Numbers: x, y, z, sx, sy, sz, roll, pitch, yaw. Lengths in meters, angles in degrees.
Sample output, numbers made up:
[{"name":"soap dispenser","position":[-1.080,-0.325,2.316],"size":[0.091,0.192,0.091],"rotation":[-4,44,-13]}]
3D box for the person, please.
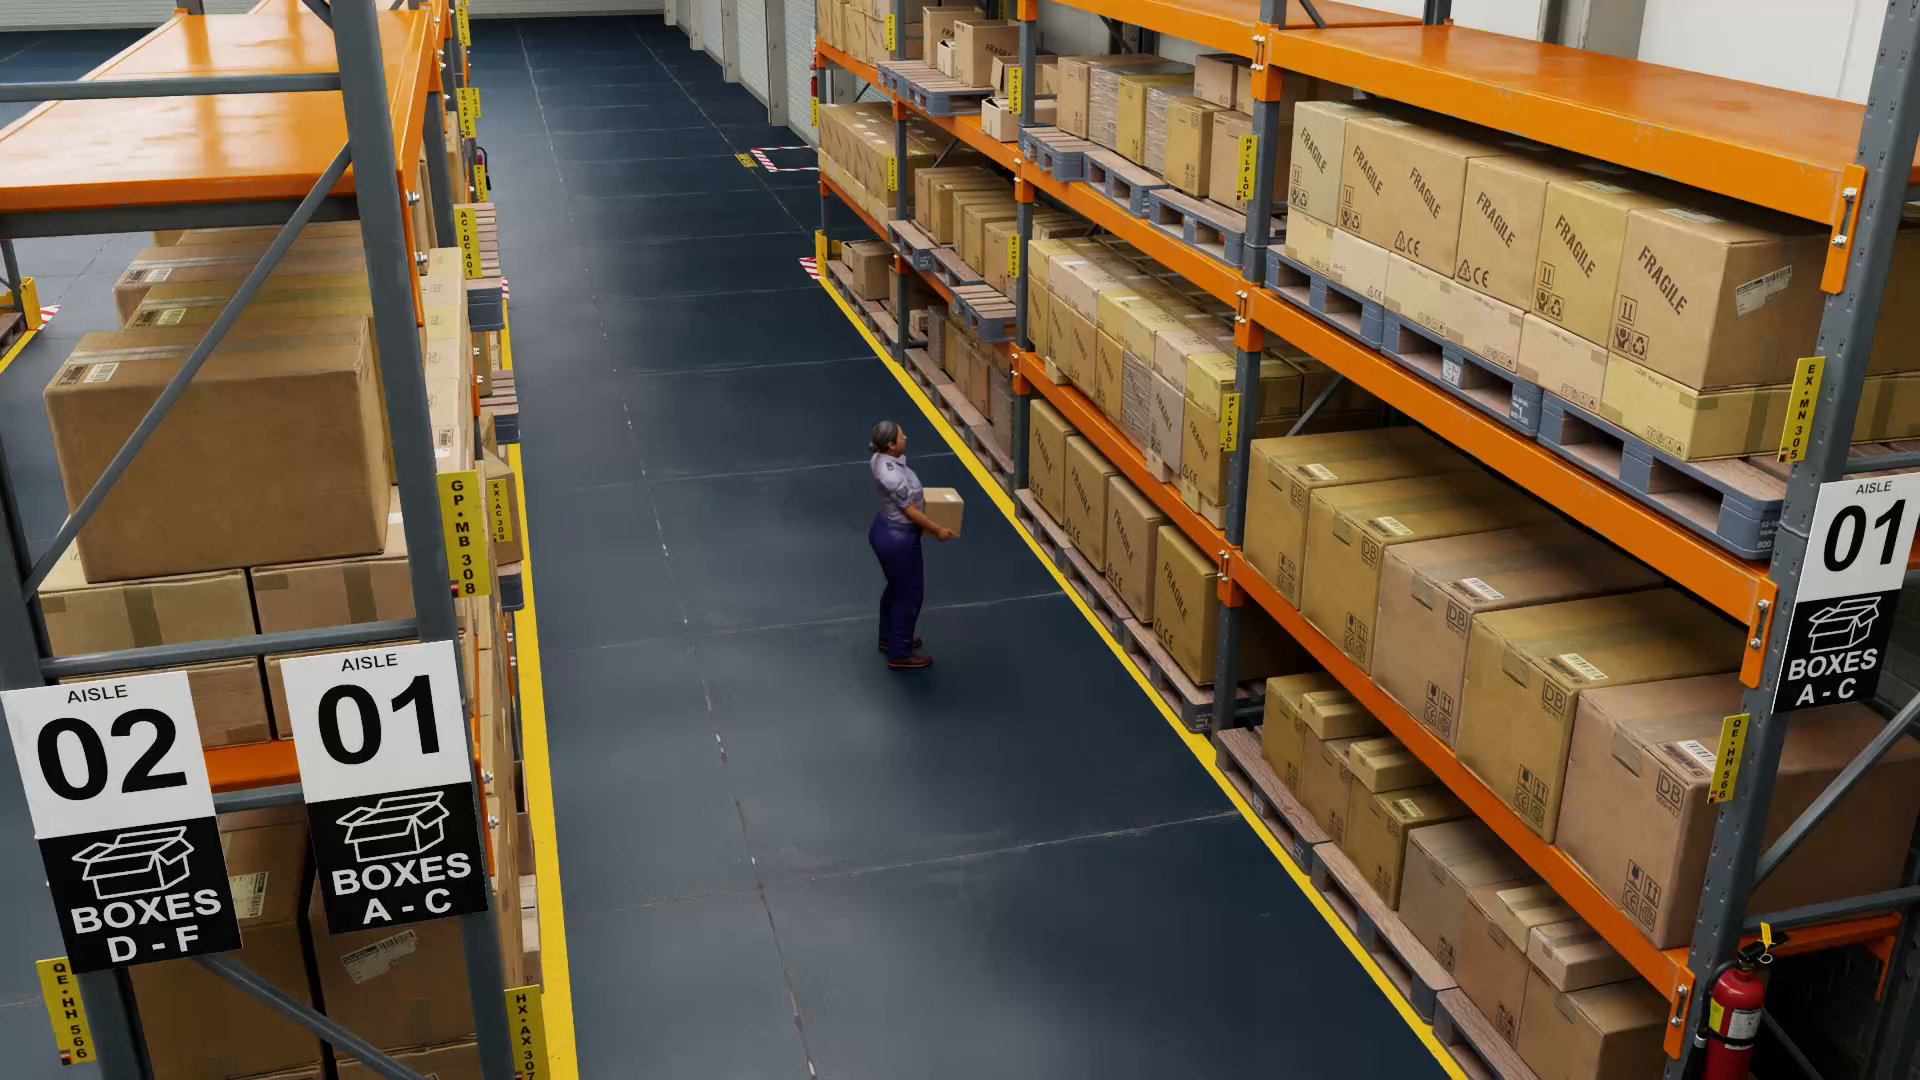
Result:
[{"name":"person","position":[-0.319,0.003,10.667],"size":[0.518,1.636,0.453],"rotation":[-6,24,-13]}]
